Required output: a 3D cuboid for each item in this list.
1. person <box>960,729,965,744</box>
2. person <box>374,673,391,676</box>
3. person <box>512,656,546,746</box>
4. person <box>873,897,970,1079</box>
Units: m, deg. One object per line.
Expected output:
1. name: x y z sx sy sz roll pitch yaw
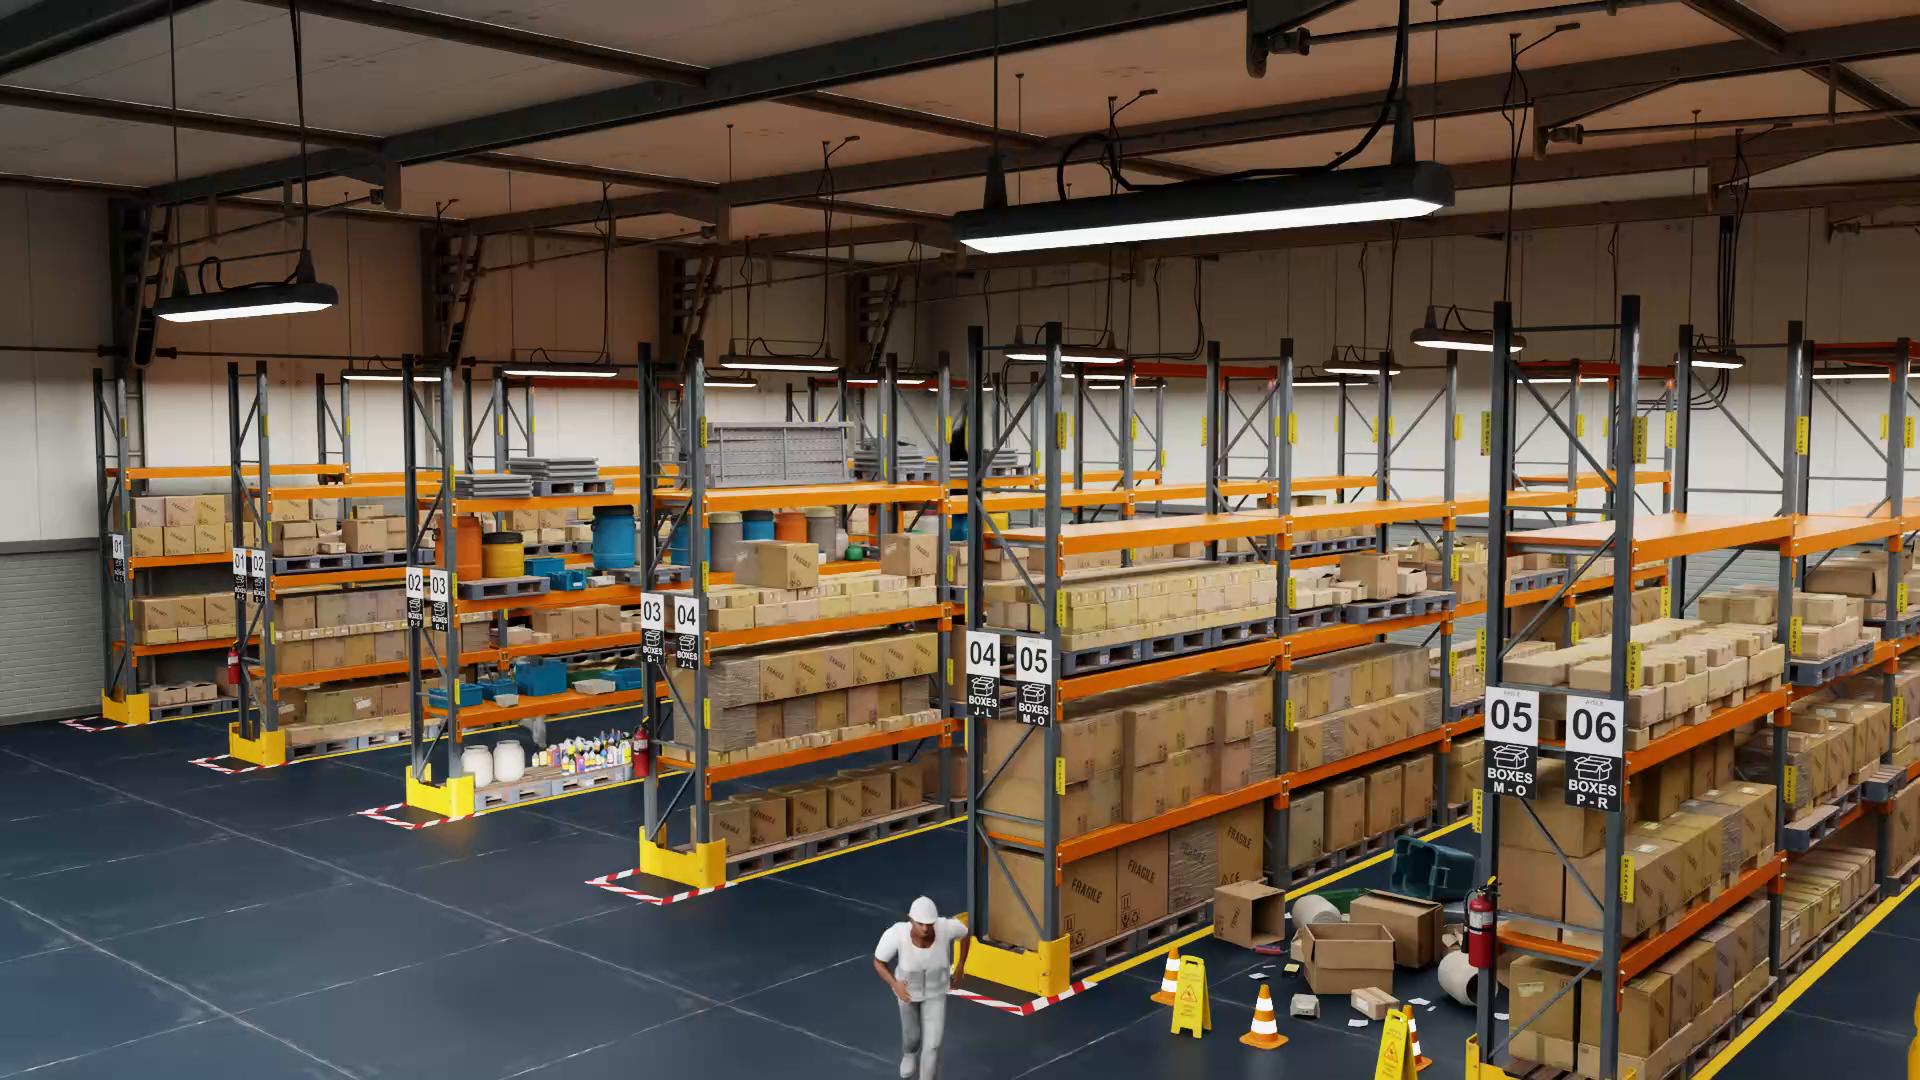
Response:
1. person: 0.155 2.439 26.203 0.595 1.601 0.560 3 5 32
2. person: -10.063 2.197 29.281 0.557 1.626 0.628 1 4 16
3. person: -6.733 2.517 25.906 0.602 1.490 0.850 1 4 13
4. person: -0.295 3.427 12.489 0.744 1.710 1.057 -1 4 -9
